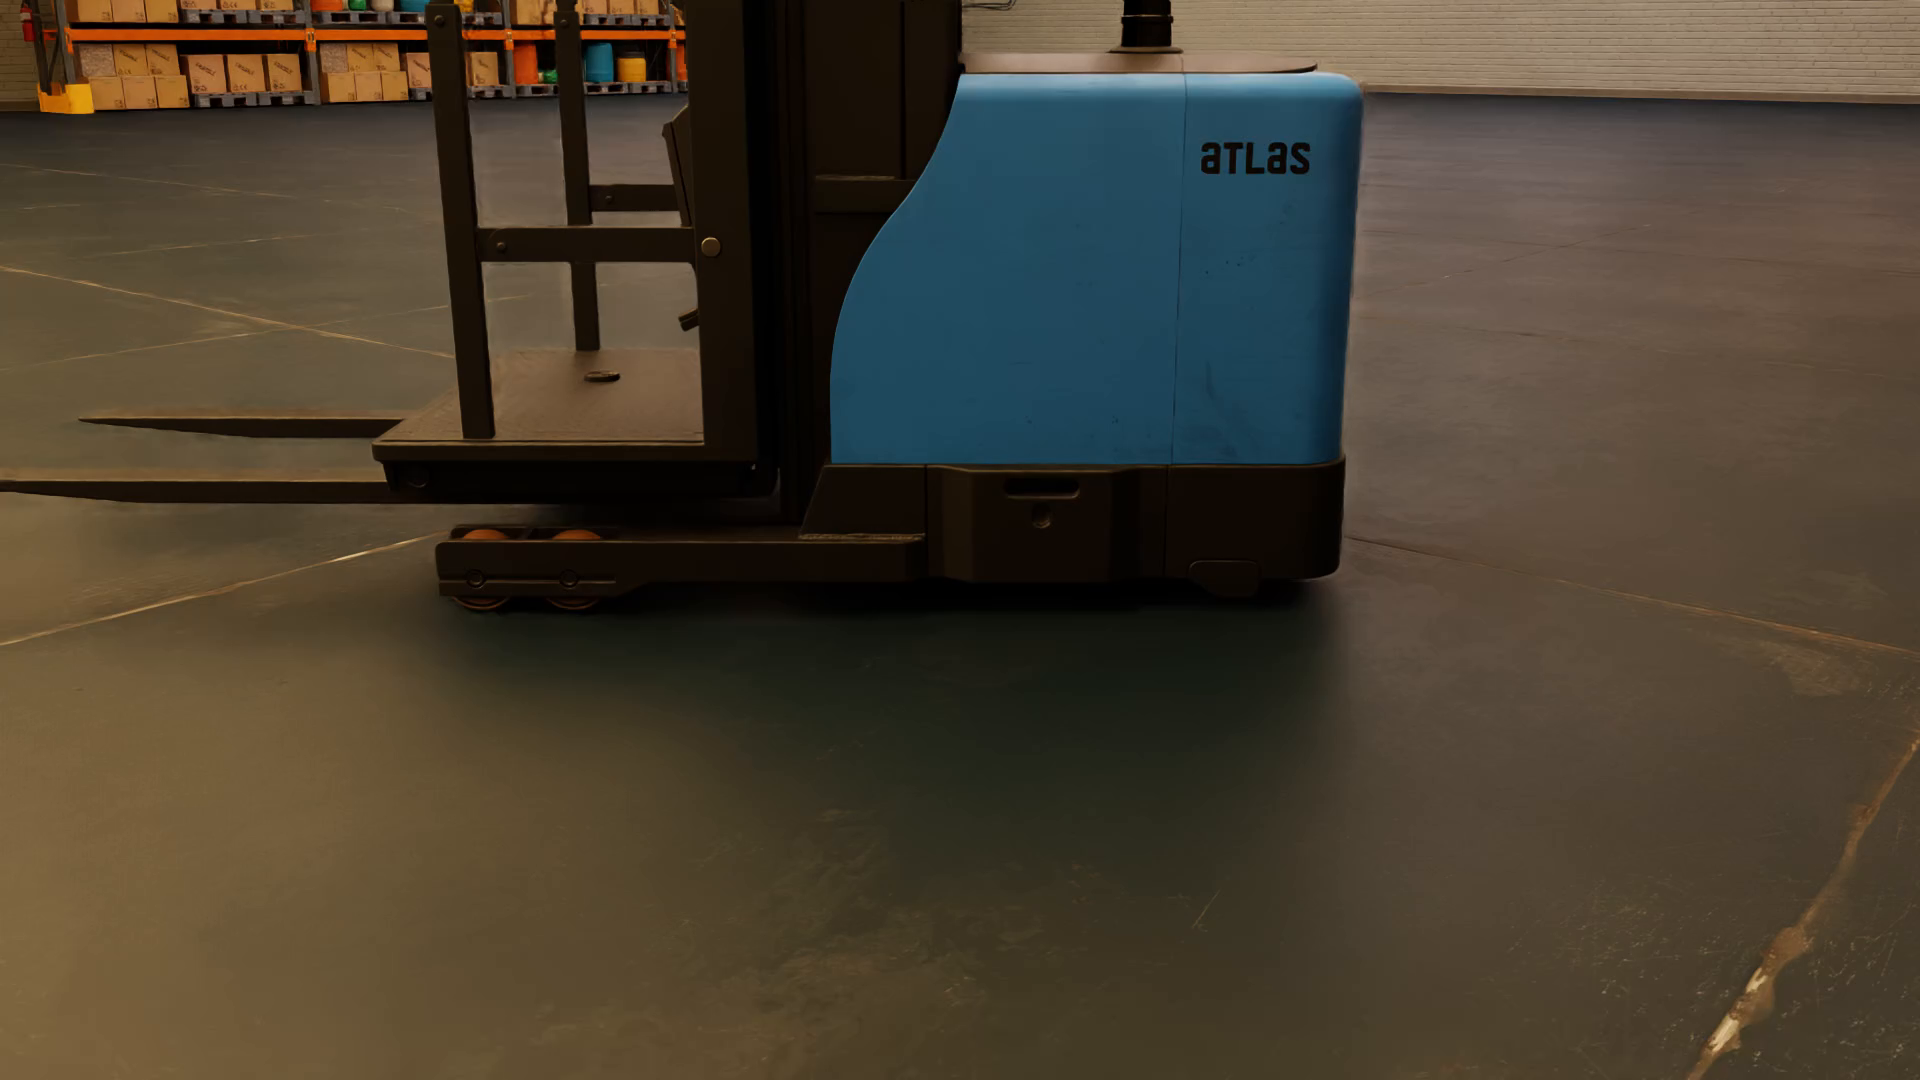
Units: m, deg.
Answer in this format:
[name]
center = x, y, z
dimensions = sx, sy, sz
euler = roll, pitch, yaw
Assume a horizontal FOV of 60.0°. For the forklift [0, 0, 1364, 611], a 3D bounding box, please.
[forklift]
center = -0.709, -1.409, 3.538
dimensions = 3.031, 2.935, 1.130
euler = 0, 17, 1
